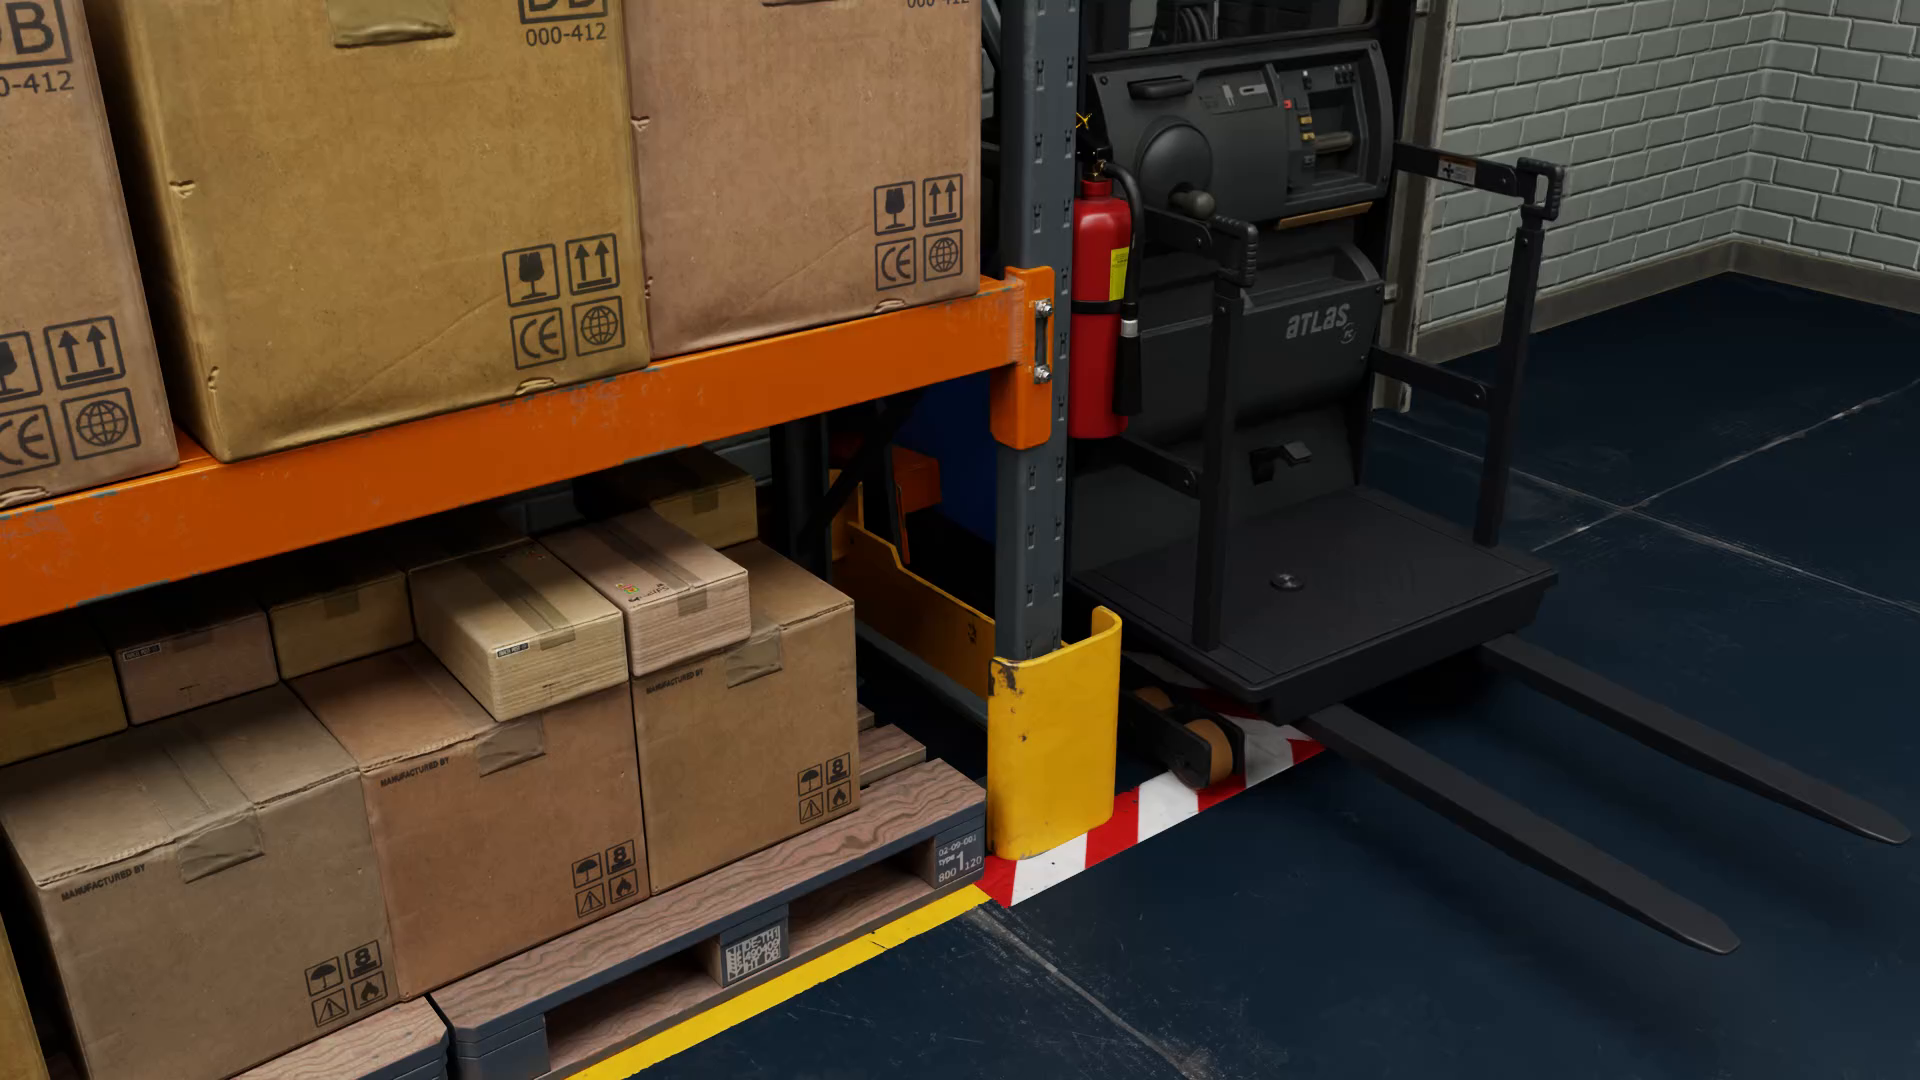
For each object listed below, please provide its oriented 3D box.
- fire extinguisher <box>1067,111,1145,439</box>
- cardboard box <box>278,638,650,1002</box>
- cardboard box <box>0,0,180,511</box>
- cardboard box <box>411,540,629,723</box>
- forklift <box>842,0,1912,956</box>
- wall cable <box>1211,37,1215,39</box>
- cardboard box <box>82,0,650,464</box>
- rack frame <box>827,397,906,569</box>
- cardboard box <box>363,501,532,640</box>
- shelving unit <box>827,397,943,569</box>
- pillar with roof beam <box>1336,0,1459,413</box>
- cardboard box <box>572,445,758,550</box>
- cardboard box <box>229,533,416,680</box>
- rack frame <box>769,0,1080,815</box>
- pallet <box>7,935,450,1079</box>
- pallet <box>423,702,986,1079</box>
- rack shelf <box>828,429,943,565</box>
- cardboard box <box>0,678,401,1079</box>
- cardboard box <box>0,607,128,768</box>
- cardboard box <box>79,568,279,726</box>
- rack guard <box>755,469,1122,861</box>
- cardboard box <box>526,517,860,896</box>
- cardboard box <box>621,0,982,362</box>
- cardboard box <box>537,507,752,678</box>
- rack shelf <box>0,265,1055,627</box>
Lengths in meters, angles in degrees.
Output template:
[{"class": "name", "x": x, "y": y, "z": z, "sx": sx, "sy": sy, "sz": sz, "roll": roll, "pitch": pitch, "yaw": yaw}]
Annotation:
[{"class": "fire extinguisher", "x": 0.273, "y": -0.548, "z": 3.403, "sx": 0.183, "sy": 0.674, "sz": 0.296, "roll": -18, "pitch": 31, "yaw": -34}, {"class": "cardboard box", "x": -1.013, "y": 0.422, "z": 3.248, "sx": 0.500, "sy": 0.500, "sz": 0.700, "roll": -18, "pitch": 31, "yaw": -34}, {"class": "cardboard box", "x": -1.697, "y": -0.479, "z": 2.362, "sx": 0.700, "sy": 0.700, "sz": 0.980, "roll": -20, "pitch": 32, "yaw": -36}, {"class": "cardboard box", "x": -0.809, "y": 0.158, "z": 3.046, "sx": 0.250, "sy": 0.149, "sz": 0.380, "roll": -17, "pitch": 30, "yaw": -33}, {"class": "forklift", "x": 0.822, "y": -0.965, "z": 3.847, "sx": 1.130, "sy": 2.935, "sz": 3.031, "roll": -16, "pitch": 29, "yaw": -31}, {"class": "wall cable", "x": 0.294, "y": -1.973, "z": 4.731, "sx": 1.851, "sy": 1.984, "sz": 0.084, "roll": -18, "pitch": 31, "yaw": -34}, {"class": "cardboard box", "x": -1.091, "y": -0.674, "z": 2.782, "sx": 0.700, "sy": 0.700, "sz": 0.980, "roll": -19, "pitch": 31, "yaw": -34}, {"class": "rack frame", "x": -0.355, "y": -0.340, "z": 4.652, "sx": 0.032, "sy": 1.125, "sz": 0.500, "roll": -20, "pitch": 24, "yaw": -34}, {"class": "cardboard box", "x": -1.043, "y": 0.031, "z": 3.320, "sx": 0.250, "sy": 0.149, "sz": 0.380, "roll": -18, "pitch": 30, "yaw": -34}, {"class": "shelving unit", "x": 0.042, "y": -0.488, "z": 4.933, "sx": 1.048, "sy": 1.125, "sz": 0.538, "roll": -20, "pitch": 24, "yaw": -34}, {"class": "pillar with roof beam", "x": 4.117, "y": -3.149, "z": 1.346, "sx": 0.400, "sy": 9.000, "sz": 9.100, "roll": -18, "pitch": 31, "yaw": -34}, {"class": "cardboard box", "x": -0.644, "y": -0.101, "z": 3.604, "sx": 0.250, "sy": 0.149, "sz": 0.380, "roll": -18, "pitch": 30, "yaw": -34}, {"class": "cardboard box", "x": -1.240, "y": 0.096, "z": 3.180, "sx": 0.250, "sy": 0.149, "sz": 0.380, "roll": -18, "pitch": 30, "yaw": -34}, {"class": "rack frame", "x": -0.130, "y": -0.866, "z": 3.553, "sx": 0.127, "sy": 3.000, "sz": 1.000, "roll": -18, "pitch": 31, "yaw": -34}, {"class": "pallet", "x": -1.671, "y": 0.948, "z": 2.958, "sx": 1.213, "sy": 0.211, "sz": 1.003, "roll": -18, "pitch": 31, "yaw": -34}, {"class": "pallet", "x": -0.711, "y": 0.632, "z": 3.637, "sx": 1.213, "sy": 0.211, "sz": 1.003, "roll": -18, "pitch": 31, "yaw": -34}, {"class": "rack shelf", "x": 0.067, "y": -0.259, "z": 5.017, "sx": 1.000, "sy": 0.278, "sz": 0.538, "roll": -20, "pitch": 24, "yaw": -34}, {"class": "cardboard box", "x": -1.408, "y": 0.553, "z": 2.966, "sx": 0.500, "sy": 0.500, "sz": 0.700, "roll": -19, "pitch": 31, "yaw": -36}, {"class": "cardboard box", "x": -1.641, "y": 0.229, "z": 2.893, "sx": 0.250, "sy": 0.149, "sz": 0.380, "roll": -18, "pitch": 30, "yaw": -34}, {"class": "cardboard box", "x": -1.440, "y": 0.162, "z": 3.037, "sx": 0.250, "sy": 0.149, "sz": 0.380, "roll": -18, "pitch": 30, "yaw": -33}, {"class": "rack guard", "x": -0.111, "y": 0.261, "z": 4.093, "sx": 0.348, "sy": 0.500, "sz": 1.175, "roll": -18, "pitch": 31, "yaw": -34}, {"class": "cardboard box", "x": -0.619, "y": 0.292, "z": 3.528, "sx": 0.500, "sy": 0.500, "sz": 0.700, "roll": -18, "pitch": 31, "yaw": -34}, {"class": "cardboard box", "x": -0.525, "y": -0.866, "z": 3.197, "sx": 0.700, "sy": 0.700, "sz": 0.980, "roll": -17, "pitch": 30, "yaw": -32}, {"class": "cardboard box", "x": -0.608, "y": 0.092, "z": 3.189, "sx": 0.250, "sy": 0.149, "sz": 0.380, "roll": -19, "pitch": 31, "yaw": -35}, {"class": "rack shelf", "x": -1.704, "y": -0.020, "z": 2.585, "sx": 4.000, "sy": 0.370, "sz": 1.077, "roll": -18, "pitch": 31, "yaw": -34}]
